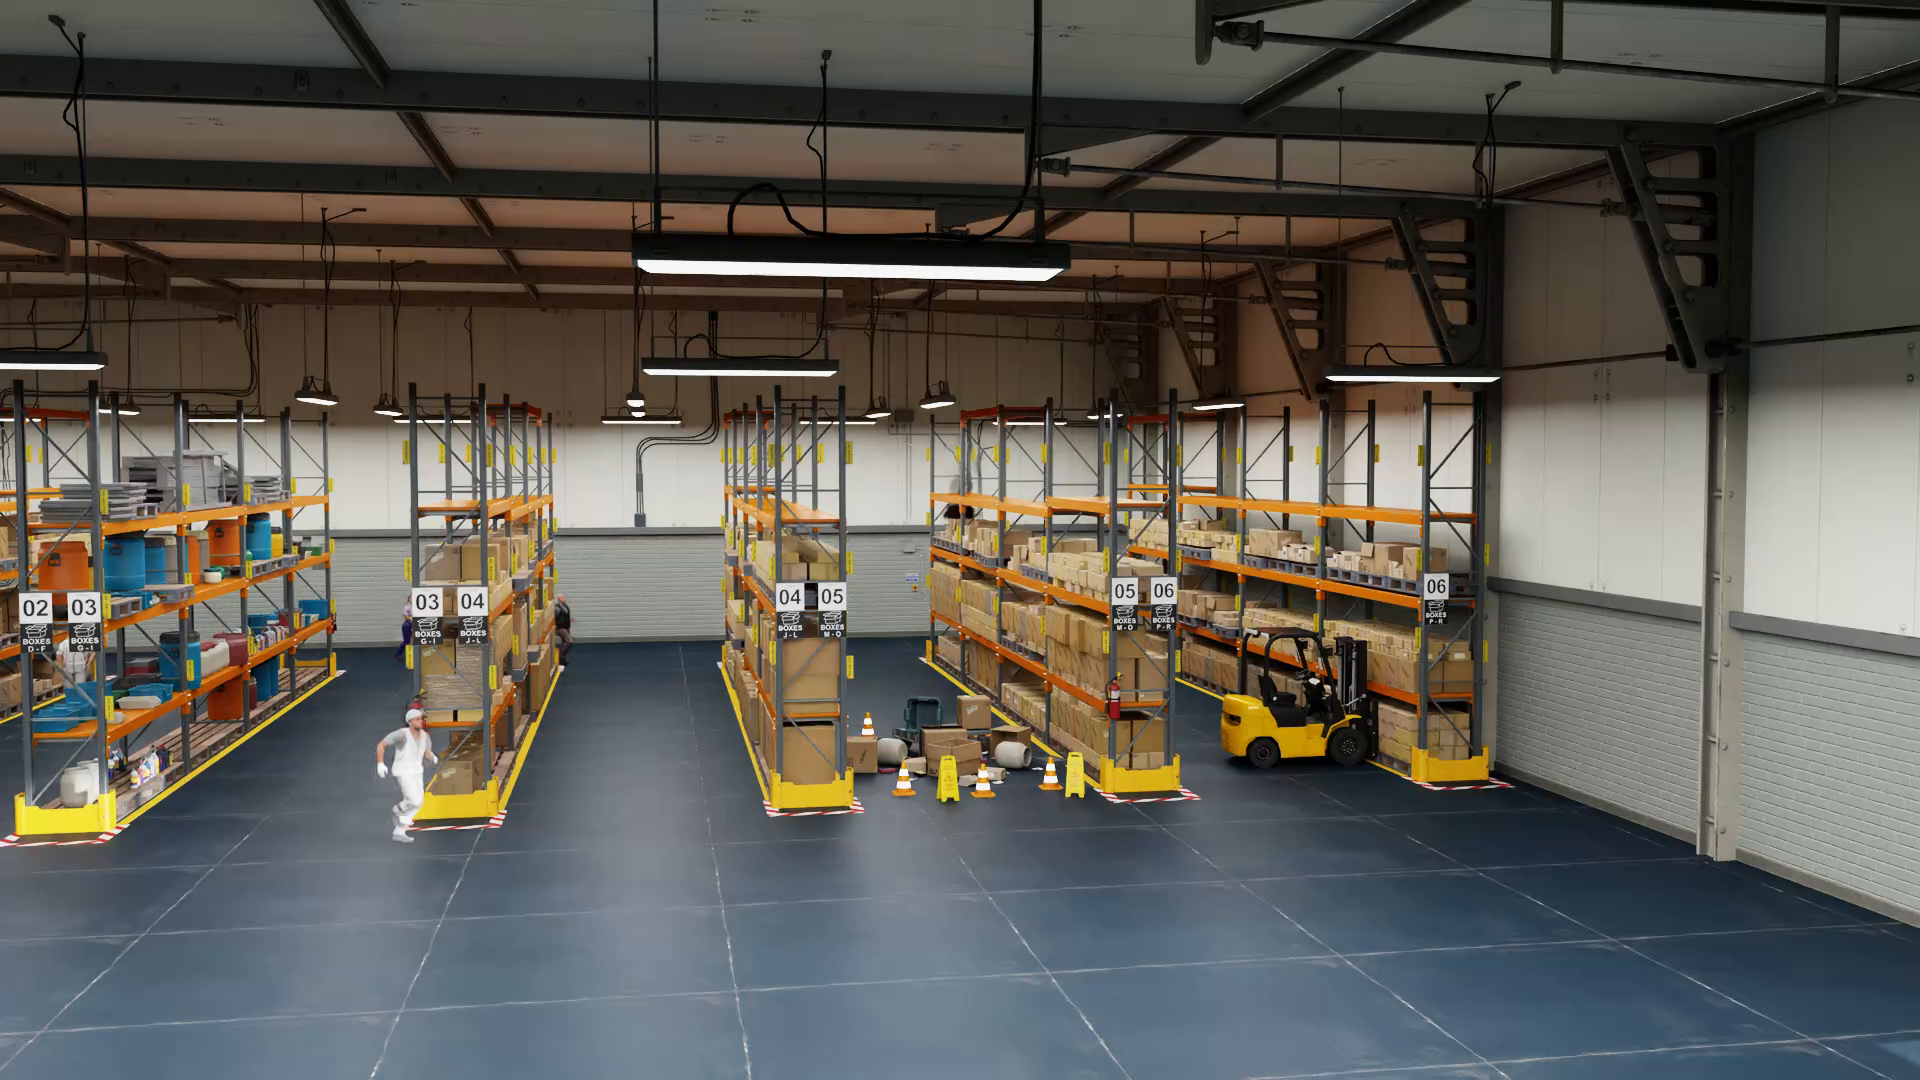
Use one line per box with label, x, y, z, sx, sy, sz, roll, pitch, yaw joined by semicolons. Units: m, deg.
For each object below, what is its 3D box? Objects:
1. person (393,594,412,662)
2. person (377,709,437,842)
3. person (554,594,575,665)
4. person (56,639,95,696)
person;-13.261;2.164;40.093;0.781;1.698;0.621;1;3;10
person;-7.082;3.049;21.488;0.651;1.727;0.710;2;3;30
person;-9.516;2.147;39.761;0.634;1.735;0.682;1;3;21
person;-17.082;2.502;32.112;0.658;1.741;0.680;-1;3;-21
